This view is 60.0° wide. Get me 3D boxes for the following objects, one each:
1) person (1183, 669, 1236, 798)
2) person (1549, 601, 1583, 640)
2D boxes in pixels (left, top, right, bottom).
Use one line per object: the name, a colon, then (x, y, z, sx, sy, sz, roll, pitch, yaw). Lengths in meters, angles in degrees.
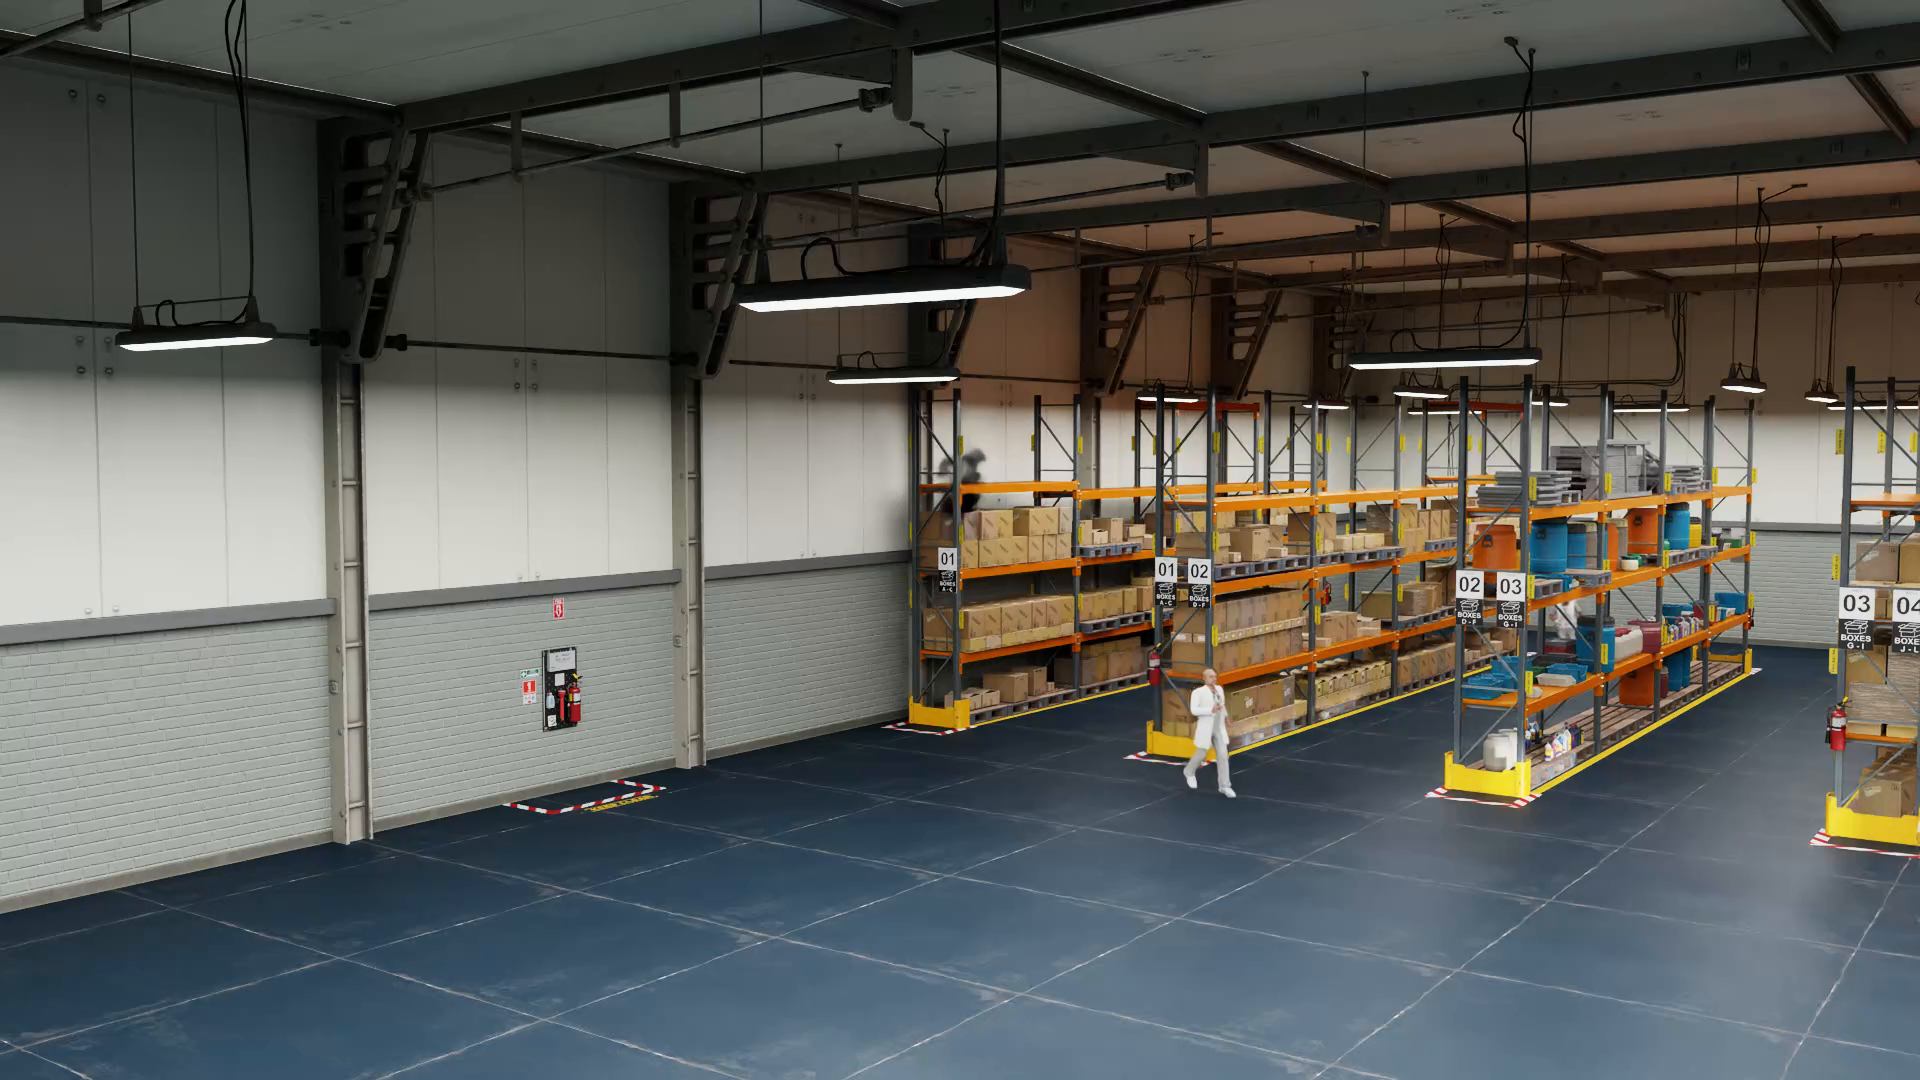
person: (3.581, 2.727, 23.789, 0.705, 1.766, 1.061, -1, 4, -24)
person: (13.648, 1.995, 37.520, 0.693, 1.732, 0.530, 1, 3, 20)
